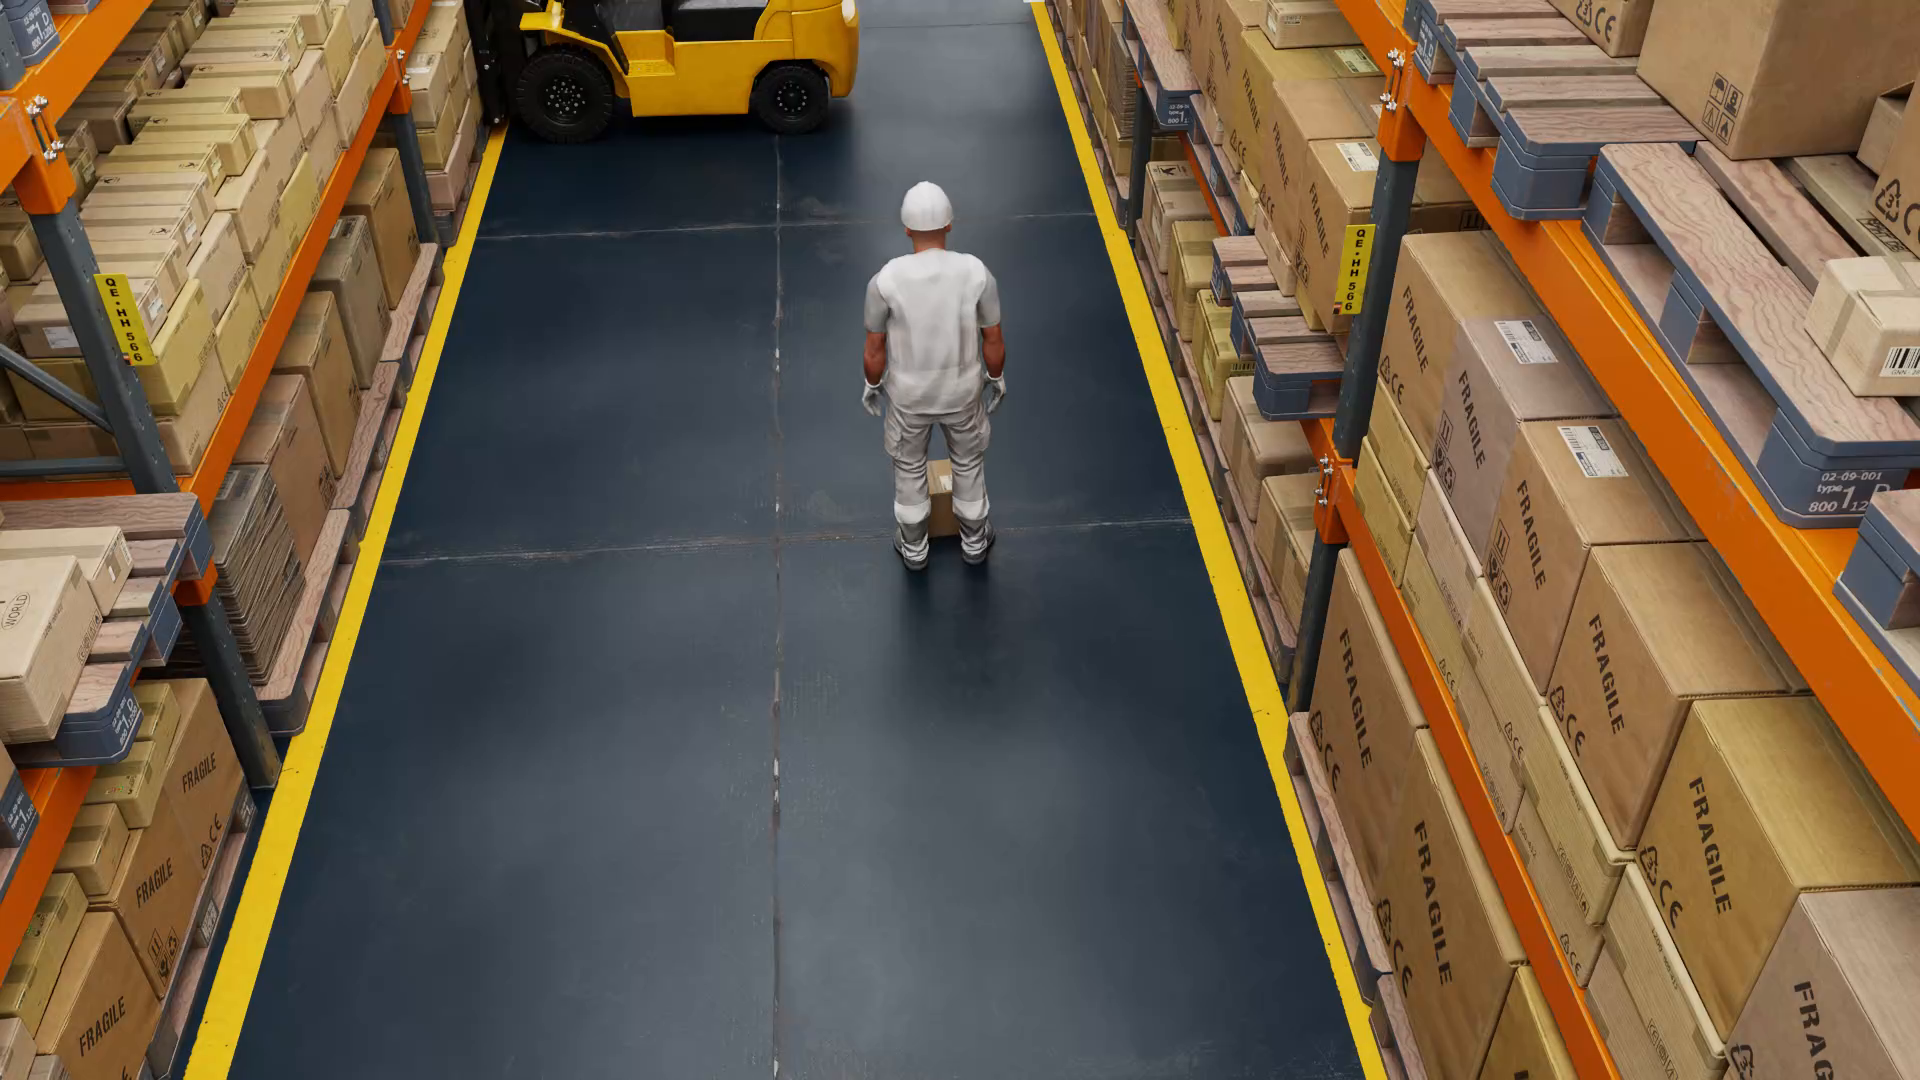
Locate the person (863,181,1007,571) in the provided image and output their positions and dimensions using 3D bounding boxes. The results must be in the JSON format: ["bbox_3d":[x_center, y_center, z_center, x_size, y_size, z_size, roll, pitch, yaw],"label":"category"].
[{"bbox_3d":[-0.105,-0.641,6.940,0.607,1.780,0.449,-3,39,-4],"label":"person"}]
